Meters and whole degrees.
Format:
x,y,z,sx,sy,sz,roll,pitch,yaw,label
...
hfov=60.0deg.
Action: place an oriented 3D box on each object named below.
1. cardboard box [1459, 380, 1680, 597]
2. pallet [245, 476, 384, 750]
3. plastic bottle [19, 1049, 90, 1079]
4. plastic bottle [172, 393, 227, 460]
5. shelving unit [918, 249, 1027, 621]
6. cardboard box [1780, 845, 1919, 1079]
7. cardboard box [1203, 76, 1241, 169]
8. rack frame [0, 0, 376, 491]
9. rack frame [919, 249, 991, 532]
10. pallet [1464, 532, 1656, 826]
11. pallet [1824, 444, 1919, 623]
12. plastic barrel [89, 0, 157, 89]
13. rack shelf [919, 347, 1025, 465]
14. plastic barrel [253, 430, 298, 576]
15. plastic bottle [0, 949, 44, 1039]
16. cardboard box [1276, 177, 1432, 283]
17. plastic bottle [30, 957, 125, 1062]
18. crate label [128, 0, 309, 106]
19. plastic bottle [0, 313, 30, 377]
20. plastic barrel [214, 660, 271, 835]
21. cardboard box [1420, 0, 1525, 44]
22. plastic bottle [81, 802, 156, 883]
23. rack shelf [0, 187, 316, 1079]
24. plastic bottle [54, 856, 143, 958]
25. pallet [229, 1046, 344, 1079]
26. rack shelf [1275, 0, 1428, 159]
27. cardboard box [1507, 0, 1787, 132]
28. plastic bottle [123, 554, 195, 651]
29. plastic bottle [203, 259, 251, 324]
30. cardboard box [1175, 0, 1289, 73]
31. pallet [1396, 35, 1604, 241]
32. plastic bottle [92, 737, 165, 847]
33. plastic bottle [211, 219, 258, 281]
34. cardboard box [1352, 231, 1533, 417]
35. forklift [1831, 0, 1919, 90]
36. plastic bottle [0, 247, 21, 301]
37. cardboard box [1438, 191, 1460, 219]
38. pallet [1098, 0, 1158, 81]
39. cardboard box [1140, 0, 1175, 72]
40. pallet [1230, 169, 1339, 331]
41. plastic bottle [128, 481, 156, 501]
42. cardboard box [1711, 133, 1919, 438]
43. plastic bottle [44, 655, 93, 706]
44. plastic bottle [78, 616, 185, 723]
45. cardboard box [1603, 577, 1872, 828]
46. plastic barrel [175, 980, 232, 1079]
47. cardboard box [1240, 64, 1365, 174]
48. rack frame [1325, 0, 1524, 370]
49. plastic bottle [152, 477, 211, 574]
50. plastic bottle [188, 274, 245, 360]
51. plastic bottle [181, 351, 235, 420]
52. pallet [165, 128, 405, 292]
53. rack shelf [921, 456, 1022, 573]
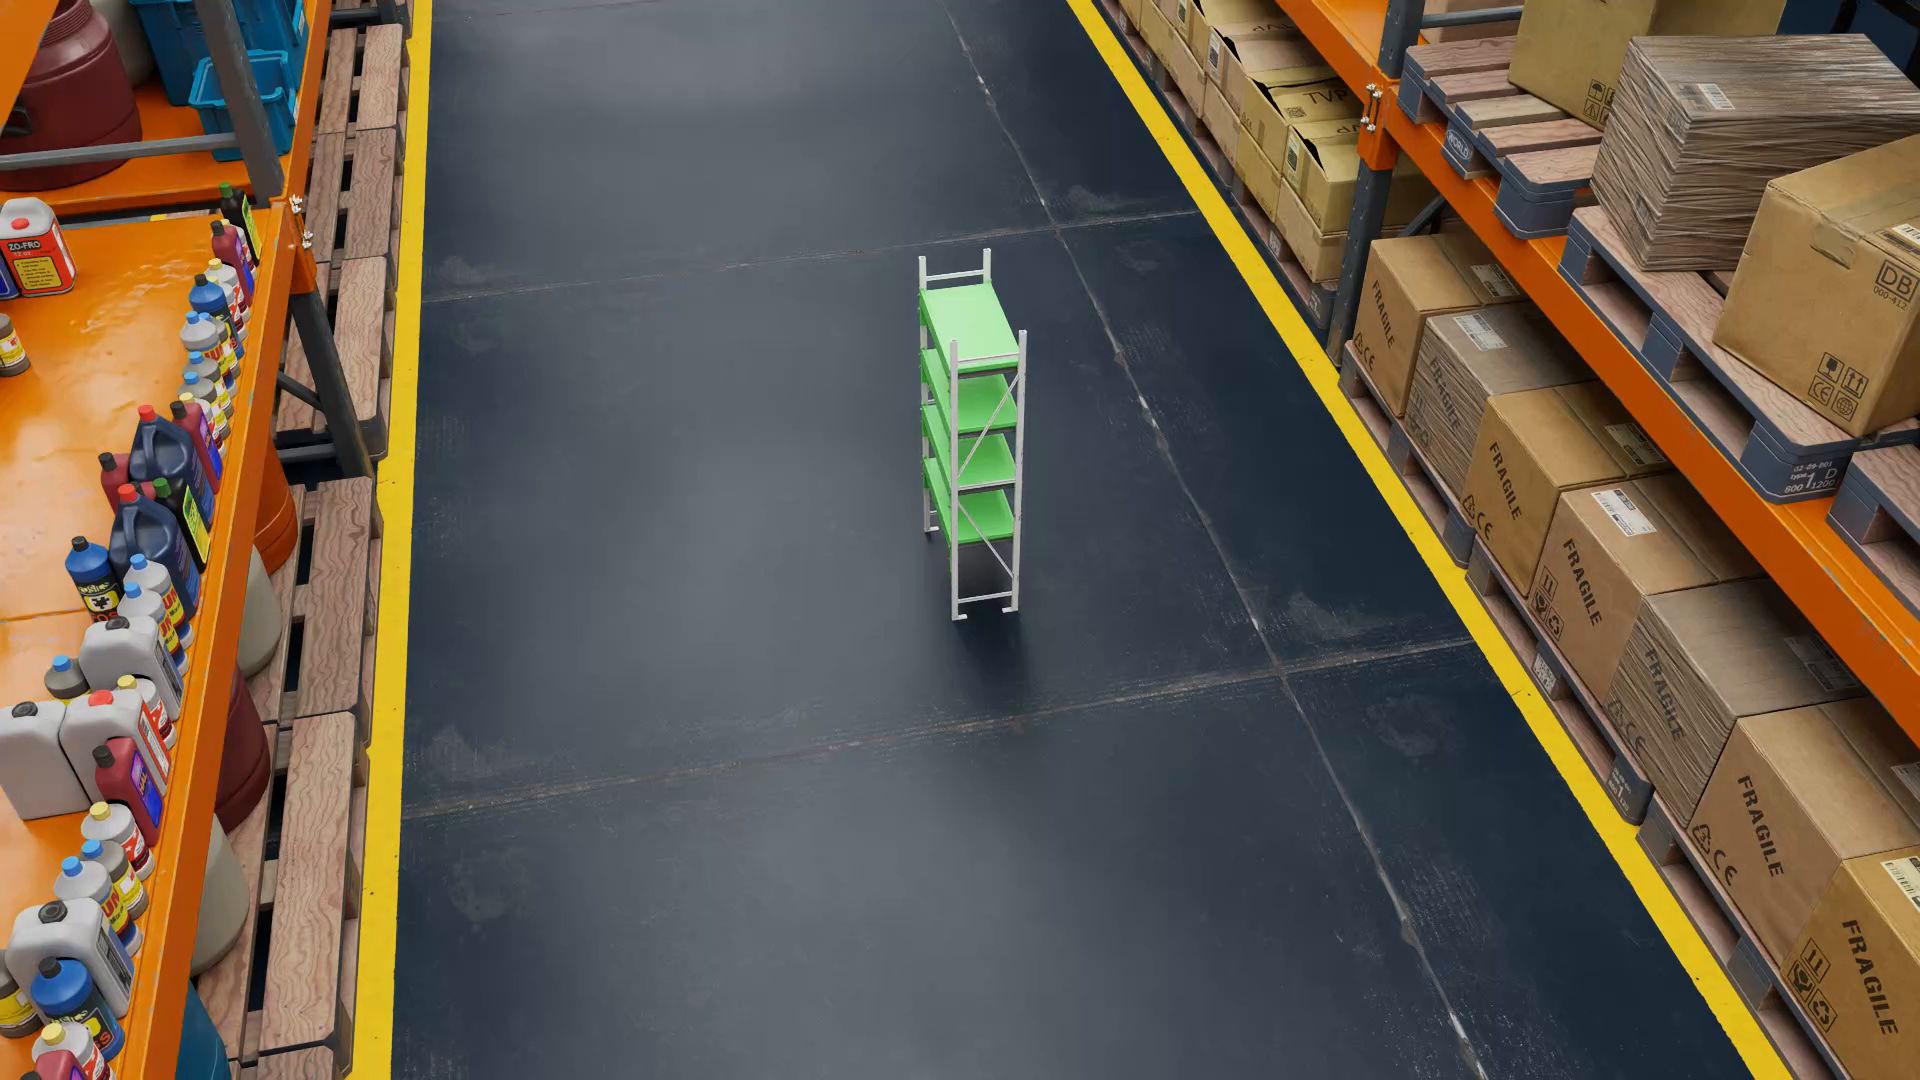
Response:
x,y,z,sx,sy,sz,roll,pitch,yaw,label
2.114,-0.187,5.753,0.500,0.500,0.500,-9,42,-10,cardboard box
-2.554,0.298,5.756,1.003,0.211,1.213,-8,42,-9,pallet
-1.592,1.001,2.951,0.061,0.283,0.133,-8,42,-9,plastic bottle
-2.057,-0.306,4.485,0.097,0.201,0.097,0,42,0,plastic bottle
0.036,-0.341,5.731,0.258,1.200,0.503,-8,42,-9,shelving unit
2.550,1.127,4.273,0.500,0.500,0.500,-9,42,-10,cardboard box
1.501,-2.052,8.058,0.500,0.250,0.500,-7,42,-8,cardboard box
-2.764,-1.250,5.399,1.000,3.000,0.127,-8,42,-9,rack frame
-0.017,-0.500,5.909,0.240,1.200,0.015,-8,42,-9,rack frame
2.457,0.364,5.681,1.003,0.211,1.213,-8,42,-9,pallet
2.871,0.173,3.940,1.003,0.211,1.213,-8,42,-9,pallet
-3.195,-1.928,6.078,0.421,0.512,0.421,0,42,0,plastic barrel
0.036,-0.473,5.614,0.258,0.148,0.480,-8,42,-9,rack shelf
-2.642,-0.281,5.625,0.600,0.830,0.708,-8,42,-9,plastic barrel
-1.826,0.855,3.177,0.097,0.201,0.097,0,42,0,plastic bottle
1.721,-1.392,7.314,0.500,0.250,0.500,-7,42,-8,cardboard box
-1.656,0.870,3.107,0.097,0.271,0.097,0,42,0,plastic bottle
-2.715,-1.946,6.156,0.502,0.435,0.616,-8,42,-9,crate label
-2.769,-0.579,4.793,0.097,0.201,0.097,0,42,0,plastic bottle
-2.398,0.541,4.881,0.600,0.588,0.708,-8,42,-9,plastic barrel
2.037,-2.166,6.498,0.500,0.311,0.500,-6,42,-7,cardboard box
-1.748,0.620,3.442,0.097,0.201,0.097,0,42,0,plastic bottle
-2.333,0.315,4.177,1.077,0.370,4.000,-8,42,-9,rack shelf
-1.706,0.720,3.276,0.097,0.271,0.097,0,42,0,plastic bottle
-2.027,1.879,3.974,1.003,0.211,1.213,-8,42,-9,pallet
1.641,-2.985,7.895,1.077,0.370,4.000,-8,42,-9,rack shelf
2.319,-1.760,5.581,0.700,0.500,0.500,-22,46,-23,cardboard box
-1.898,0.143,3.926,0.097,0.271,0.097,0,42,0,plastic bottle
-2.204,-0.748,4.983,0.097,0.201,0.097,0,42,0,plastic bottle
1.389,-2.589,8.239,0.500,0.311,0.500,-7,42,-8,cardboard box
2.288,-1.456,5.776,1.213,0.211,1.003,-8,42,-9,pallet
-1.755,0.512,3.502,0.061,0.283,0.133,-8,42,-9,plastic bottle
-2.253,-0.897,5.151,0.097,0.201,0.097,0,42,0,plastic bottle
1.892,-0.851,6.501,0.500,0.500,0.500,-7,42,-7,cardboard box
4.281,-2.355,6.695,1.130,2.935,3.031,-9,42,-10,forklift
-2.987,-0.877,5.072,0.152,0.276,0.135,-8,42,-9,plastic bottle
2.247,-1.678,7.213,0.500,0.311,0.500,-7,42,-8,cardboard box
1.407,-3.036,9.511,1.003,0.211,1.213,-8,42,-9,pallet
1.278,-2.715,8.804,0.500,0.250,0.500,-10,42,-11,cardboard box
1.933,-1.454,7.729,1.003,0.211,1.213,-8,42,-9,pallet
-2.005,-0.050,4.134,0.061,0.283,0.133,-8,42,-9,plastic bottle
2.495,-0.696,4.382,0.700,0.500,0.500,-19,45,-20,cardboard box
-1.997,0.342,3.755,0.097,0.201,0.097,0,42,0,plastic bottle
-1.879,0.284,3.764,0.152,0.276,0.135,-8,42,-9,plastic bottle
2.344,0.480,5.001,0.500,0.500,0.500,-8,42,-9,cardboard box
-2.155,1.156,3.952,0.600,0.901,0.708,-8,42,-9,plastic barrel
1.601,-1.936,7.504,0.500,0.311,0.500,-9,42,-10,cardboard box
2.073,-1.958,6.196,1.000,3.000,0.127,-8,42,-9,rack frame
-1.945,-0.058,4.144,0.061,0.283,0.133,-8,42,-9,plastic bottle
-2.162,-0.648,4.817,0.097,0.271,0.097,0,42,0,plastic bottle
-2.099,-0.432,4.627,0.097,0.201,0.097,0,42,0,plastic bottle
-3.154,-1.504,7.786,1.003,0.211,1.213,-8,42,-9,pallet
0.036,-0.114,5.933,0.258,0.148,0.480,-8,42,-9,rack shelf
